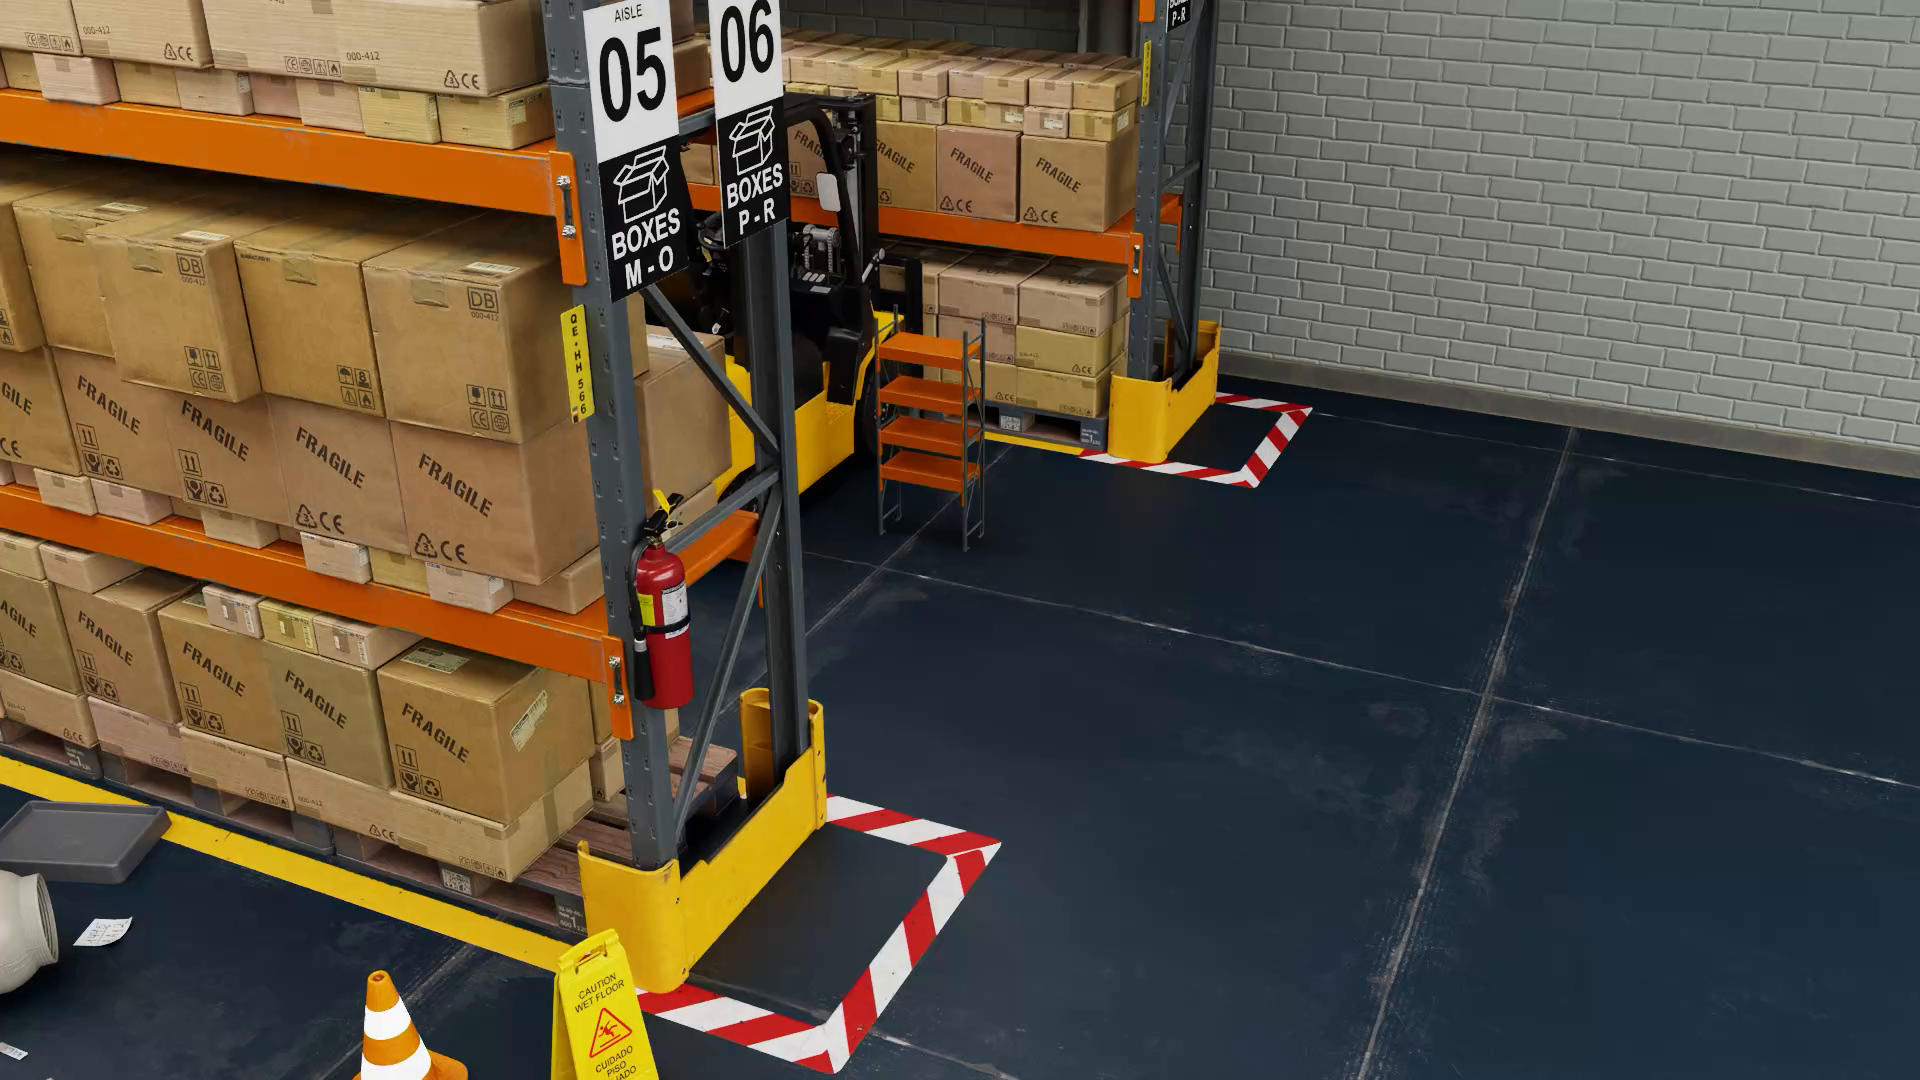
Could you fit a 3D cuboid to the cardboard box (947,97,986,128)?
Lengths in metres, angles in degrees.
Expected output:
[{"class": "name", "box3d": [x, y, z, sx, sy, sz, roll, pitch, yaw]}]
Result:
[{"class": "cardboard box", "box3d": [0.114, -2.492, 9.569, 0.250, 0.149, 0.380, 11, 28, 21]}]

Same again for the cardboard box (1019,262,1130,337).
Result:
[{"class": "cardboard box", "box3d": [0.674, -1.411, 9.726, 0.500, 0.250, 0.500, 12, 29, 24]}]

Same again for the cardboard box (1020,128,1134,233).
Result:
[{"class": "cardboard box", "box3d": [0.666, -2.078, 9.462, 0.500, 0.500, 0.500, 11, 28, 21]}]

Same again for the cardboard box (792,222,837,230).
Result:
[{"class": "cardboard box", "box3d": [-0.969, -1.987, 10.896, 0.500, 0.250, 0.500, 12, 28, 22]}]

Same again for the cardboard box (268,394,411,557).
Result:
[{"class": "cardboard box", "box3d": [-1.891, -0.313, 5.539, 0.500, 0.500, 0.500, 11, 28, 22]}]

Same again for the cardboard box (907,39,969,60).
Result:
[{"class": "cardboard box", "box3d": [-0.133, -2.947, 10.155, 0.250, 0.149, 0.380, 11, 28, 21]}]

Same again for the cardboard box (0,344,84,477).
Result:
[{"class": "cardboard box", "box3d": [-3.267, -0.590, 6.103, 0.500, 0.500, 0.500, 11, 28, 21]}]

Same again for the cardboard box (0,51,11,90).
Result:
[{"class": "cardboard box", "box3d": [-3.151, -1.590, 5.473, 0.250, 0.149, 0.380, 11, 28, 21]}]

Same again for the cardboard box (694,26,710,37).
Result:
[{"class": "cardboard box", "box3d": [-1.546, -3.207, 10.684, 0.250, 0.149, 0.380, 11, 28, 21]}]

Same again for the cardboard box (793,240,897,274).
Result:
[{"class": "cardboard box", "box3d": [-0.715, -1.686, 10.284, 0.500, 0.250, 0.500, 11, 28, 21]}]

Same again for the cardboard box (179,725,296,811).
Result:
[{"class": "cardboard box", "box3d": [-2.623, 0.762, 6.444, 0.500, 0.250, 0.500, 10, 28, 20]}]

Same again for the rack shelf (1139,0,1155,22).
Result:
[{"class": "rack shelf", "box3d": [-0.598, -3.438, 9.755, 4.000, 0.370, 1.077, 11, 28, 22]}]

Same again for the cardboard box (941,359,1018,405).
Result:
[{"class": "cardboard box", "box3d": [0.215, -1.057, 10.139, 0.500, 0.250, 0.500, 11, 28, 22]}]

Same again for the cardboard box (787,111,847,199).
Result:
[{"class": "cardboard box", "box3d": [-0.732, -2.358, 10.030, 0.500, 0.500, 0.500, 12, 28, 22]}]

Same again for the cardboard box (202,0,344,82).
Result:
[{"class": "cardboard box", "box3d": [-1.858, -1.548, 4.934, 0.500, 0.250, 0.500, 11, 28, 21]}]

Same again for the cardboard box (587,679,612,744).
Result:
[{"class": "cardboard box", "box3d": [-1.471, 0.393, 6.344, 0.500, 0.500, 0.500, 10, 28, 20]}]

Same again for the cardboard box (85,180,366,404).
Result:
[{"class": "cardboard box", "box3d": [-2.349, -0.832, 5.463, 0.500, 0.500, 0.700, 11, 28, 21]}]

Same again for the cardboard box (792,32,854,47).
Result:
[{"class": "cardboard box", "box3d": [-0.851, -3.066, 10.397, 0.250, 0.149, 0.380, 11, 28, 21]}]

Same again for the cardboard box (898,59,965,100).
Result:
[{"class": "cardboard box", "box3d": [-0.157, -2.647, 9.546, 0.250, 0.149, 0.380, 12, 29, 23]}]

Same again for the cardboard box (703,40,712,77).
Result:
[{"class": "cardboard box", "box3d": [-1.548, -2.929, 10.119, 0.250, 0.149, 0.380, 12, 29, 23]}]

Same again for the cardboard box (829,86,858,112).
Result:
[{"class": "cardboard box", "box3d": [-0.577, -2.642, 9.873, 0.250, 0.149, 0.380, 11, 28, 21]}]

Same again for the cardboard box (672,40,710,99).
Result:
[{"class": "cardboard box", "box3d": [-0.997, -1.477, 5.242, 0.250, 0.149, 0.380, 11, 28, 22]}]

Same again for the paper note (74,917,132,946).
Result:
[{"class": "paper note", "box3d": [-3.038, 1.386, 5.899, 0.148, 0.019, 0.142, 2, 26, 4]}]

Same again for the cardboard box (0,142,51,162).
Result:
[{"class": "cardboard box", "box3d": [-3.704, -1.141, 6.090, 0.500, 0.500, 0.700, 12, 28, 22]}]

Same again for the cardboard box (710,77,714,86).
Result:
[{"class": "cardboard box", "box3d": [-1.321, -2.746, 10.083, 0.250, 0.149, 0.380, 11, 28, 21]}]

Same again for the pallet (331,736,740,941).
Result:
[{"class": "pallet", "box3d": [-1.623, 1.022, 6.436, 1.213, 0.211, 1.003, 11, 28, 22]}]

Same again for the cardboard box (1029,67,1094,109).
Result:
[{"class": "cardboard box", "box3d": [0.571, -2.532, 9.312, 0.250, 0.149, 0.380, 11, 28, 22]}]

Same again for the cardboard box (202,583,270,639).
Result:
[{"class": "cardboard box", "box3d": [-2.495, 0.187, 6.028, 0.250, 0.149, 0.380, 13, 29, 24]}]

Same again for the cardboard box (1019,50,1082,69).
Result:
[{"class": "cardboard box", "box3d": [0.534, -2.770, 9.795, 0.250, 0.149, 0.380, 12, 29, 23]}]

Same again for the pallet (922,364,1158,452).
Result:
[{"class": "pallet", "box3d": [0.509, -0.921, 10.382, 1.213, 0.211, 1.003, 11, 28, 22]}]

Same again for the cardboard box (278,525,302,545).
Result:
[{"class": "cardboard box", "box3d": [-2.181, -0.118, 5.877, 0.250, 0.149, 0.380, 12, 29, 23]}]

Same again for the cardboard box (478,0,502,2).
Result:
[{"class": "cardboard box", "box3d": [-1.259, -1.586, 4.562, 0.250, 0.149, 0.380, 12, 29, 22]}]

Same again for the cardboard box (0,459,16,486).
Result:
[{"class": "cardboard box", "box3d": [-3.600, -0.364, 6.377, 0.250, 0.149, 0.380, 12, 29, 23]}]

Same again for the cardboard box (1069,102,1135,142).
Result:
[{"class": "cardboard box", "box3d": [0.791, -2.336, 9.251, 0.250, 0.149, 0.380, 12, 29, 23]}]

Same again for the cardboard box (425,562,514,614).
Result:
[{"class": "cardboard box", "box3d": [-1.535, 0.076, 5.484, 0.250, 0.149, 0.380, 11, 28, 21]}]

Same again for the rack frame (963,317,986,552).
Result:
[{"class": "rack frame", "box3d": [0.071, -0.524, 8.456, 0.015, 1.200, 0.240, 11, 28, 22]}]

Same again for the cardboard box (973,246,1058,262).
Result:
[{"class": "cardboard box", "box3d": [0.407, -1.706, 10.325, 0.500, 0.250, 0.500, 11, 28, 22]}]

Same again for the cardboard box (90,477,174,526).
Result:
[{"class": "cardboard box", "box3d": [-2.915, -0.212, 6.069, 0.250, 0.149, 0.380, 11, 28, 22]}]

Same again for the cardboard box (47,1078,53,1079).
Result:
[{"class": "cardboard box", "box3d": [-2.858, 1.799, 4.927, 0.380, 0.149, 0.250, -18, 31, -31]}]

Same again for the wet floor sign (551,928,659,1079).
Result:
[{"class": "wet floor sign", "box3d": [-1.099, 1.469, 5.036, 0.232, 0.644, 0.267, 23, 35, 39]}]

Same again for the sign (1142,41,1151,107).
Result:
[{"class": "sign", "box3d": [0.985, -2.459, 8.770, 0.005, 0.325, 0.100, 11, 28, 22]}]

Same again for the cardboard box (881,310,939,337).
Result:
[{"class": "cardboard box", "box3d": [-0.281, -1.373, 10.215, 0.500, 0.250, 0.500, 11, 28, 21]}]

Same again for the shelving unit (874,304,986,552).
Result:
[{"class": "shelving unit", "box3d": [-0.151, -0.569, 8.546, 0.503, 1.200, 0.258, 11, 28, 22]}]

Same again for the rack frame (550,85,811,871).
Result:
[{"class": "rack frame", "box3d": [-0.829, -0.053, 5.461, 0.127, 3.000, 1.000, 11, 28, 22]}]

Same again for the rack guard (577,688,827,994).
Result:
[{"class": "rack guard", "box3d": [-0.898, 1.055, 6.041, 0.348, 0.500, 1.175, 11, 28, 22]}]

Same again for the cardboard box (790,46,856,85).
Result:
[{"class": "cardboard box", "box3d": [-0.812, -2.830, 9.918, 0.250, 0.149, 0.380, 11, 28, 22]}]

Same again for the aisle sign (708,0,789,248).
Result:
[{"class": "aisle sign", "box3d": [-0.644, -1.332, 5.117, 0.004, 0.787, 0.394, 11, 28, 22]}]

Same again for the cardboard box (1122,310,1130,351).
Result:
[{"class": "cardboard box", "box3d": [0.880, -1.398, 10.264, 0.500, 0.250, 0.500, 12, 29, 23]}]

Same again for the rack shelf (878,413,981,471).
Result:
[{"class": "rack shelf", "box3d": [-0.151, -0.508, 8.576, 0.480, 0.148, 0.258, 11, 28, 22]}]

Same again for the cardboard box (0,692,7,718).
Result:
[{"class": "cardboard box", "box3d": [-4.045, 0.478, 7.021, 0.500, 0.250, 0.500, 10, 28, 19]}]

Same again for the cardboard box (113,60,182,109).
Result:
[{"class": "cardboard box", "box3d": [-2.424, -1.484, 5.256, 0.250, 0.149, 0.380, 11, 28, 20]}]

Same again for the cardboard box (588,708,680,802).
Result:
[{"class": "cardboard box", "box3d": [-1.449, 0.734, 6.501, 0.500, 0.250, 0.500, 11, 28, 21]}]

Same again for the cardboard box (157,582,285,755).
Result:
[{"class": "cardboard box", "box3d": [-2.599, 0.425, 6.278, 0.500, 0.500, 0.500, 11, 28, 21]}]

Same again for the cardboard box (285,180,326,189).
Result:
[{"class": "cardboard box", "box3d": [-4.900, -2.399, 12.440, 0.625, 0.625, 0.875, 12, 29, 23]}]

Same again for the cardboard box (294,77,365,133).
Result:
[{"class": "cardboard box", "box3d": [-1.738, -1.333, 4.950, 0.250, 0.149, 0.380, 12, 29, 23]}]
